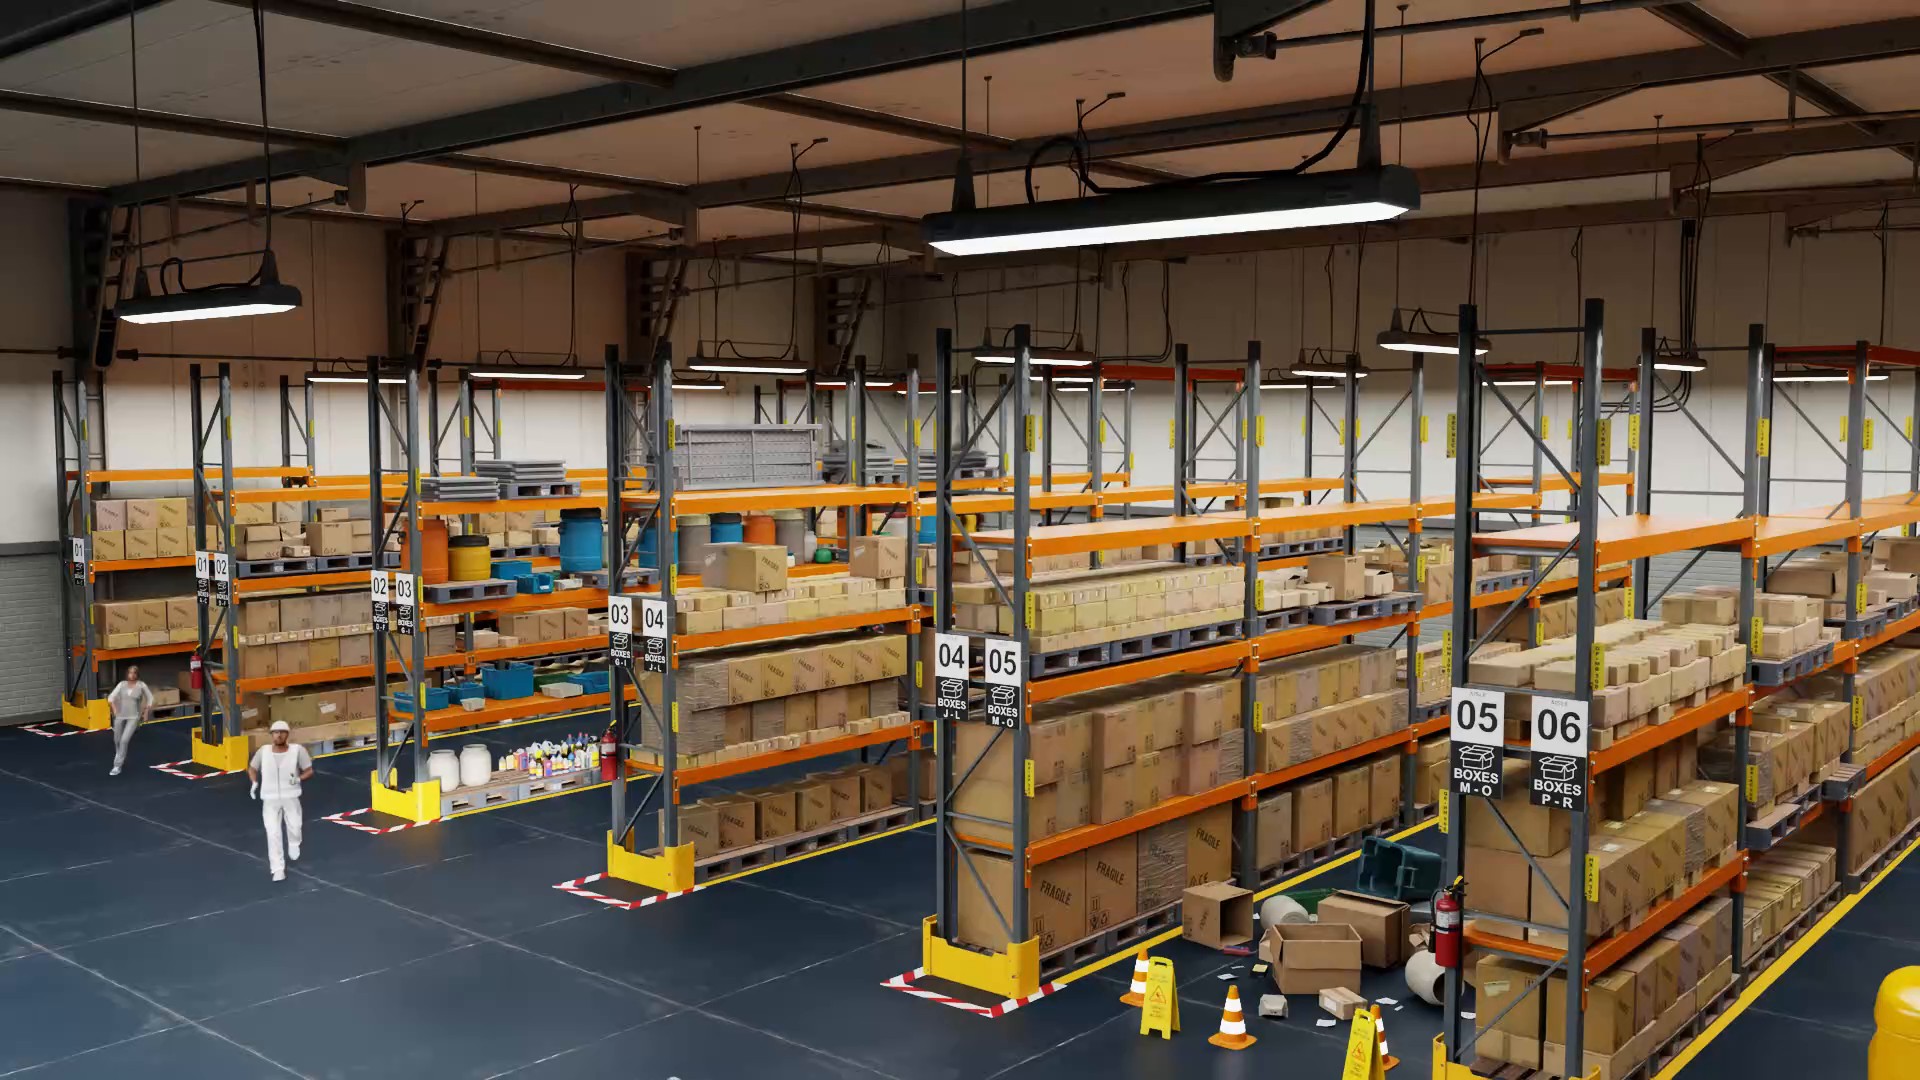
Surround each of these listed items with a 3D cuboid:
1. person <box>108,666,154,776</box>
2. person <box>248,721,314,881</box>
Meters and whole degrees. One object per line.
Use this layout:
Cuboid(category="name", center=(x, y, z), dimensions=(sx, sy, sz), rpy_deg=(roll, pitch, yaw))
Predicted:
Cuboid(category="person", center=(-12.197, 2.629, 24.446), dimensions=(0.601, 1.535, 0.803), rpy_deg=(-1, 4, -15))
Cuboid(category="person", center=(-7.706, 2.925, 18.879), dimensions=(0.698, 1.757, 0.886), rpy_deg=(-1, 4, -18))
